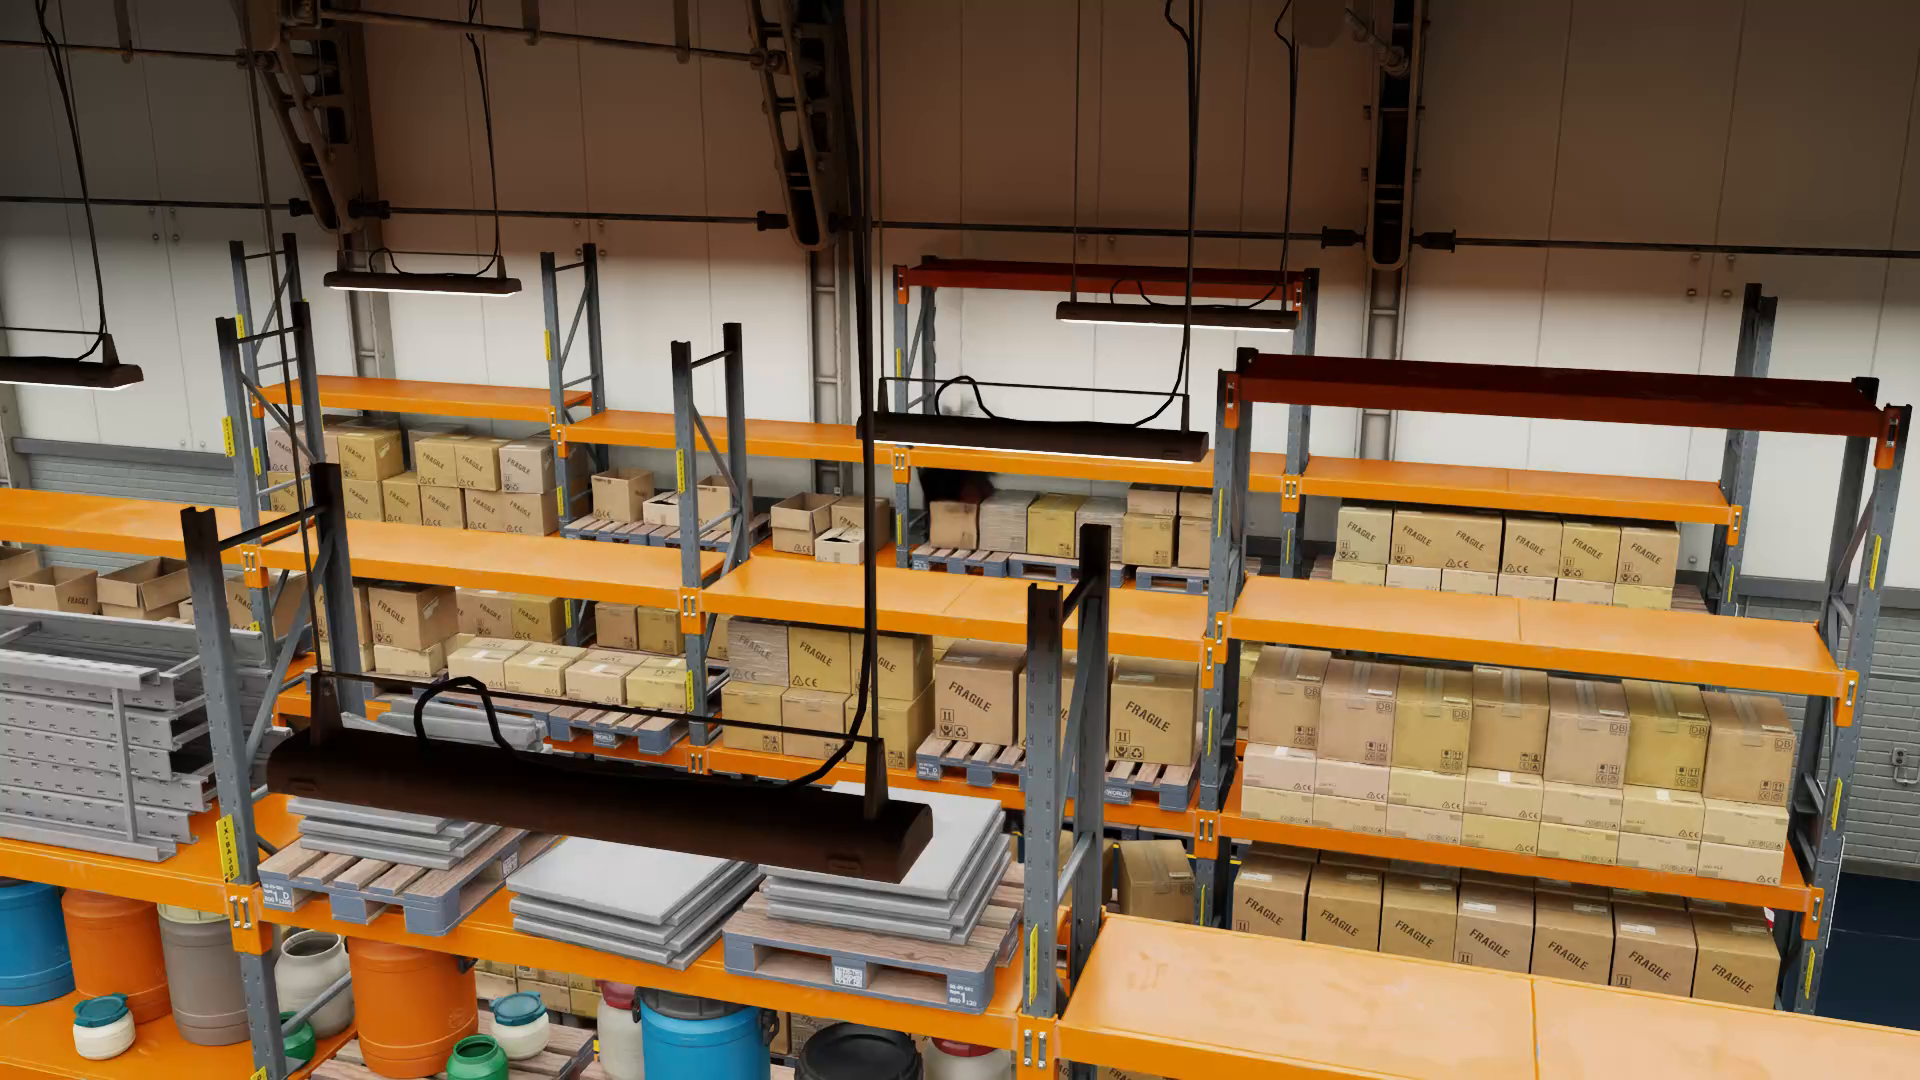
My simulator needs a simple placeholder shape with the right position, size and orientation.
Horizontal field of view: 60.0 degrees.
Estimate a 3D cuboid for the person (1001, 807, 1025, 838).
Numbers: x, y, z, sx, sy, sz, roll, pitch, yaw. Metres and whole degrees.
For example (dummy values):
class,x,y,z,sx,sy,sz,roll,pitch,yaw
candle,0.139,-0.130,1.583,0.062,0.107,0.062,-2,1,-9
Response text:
class,x,y,z,sx,sy,sz,roll,pitch,yaw
person,0.517,2.437,16.041,0.841,1.745,0.644,3,16,10
